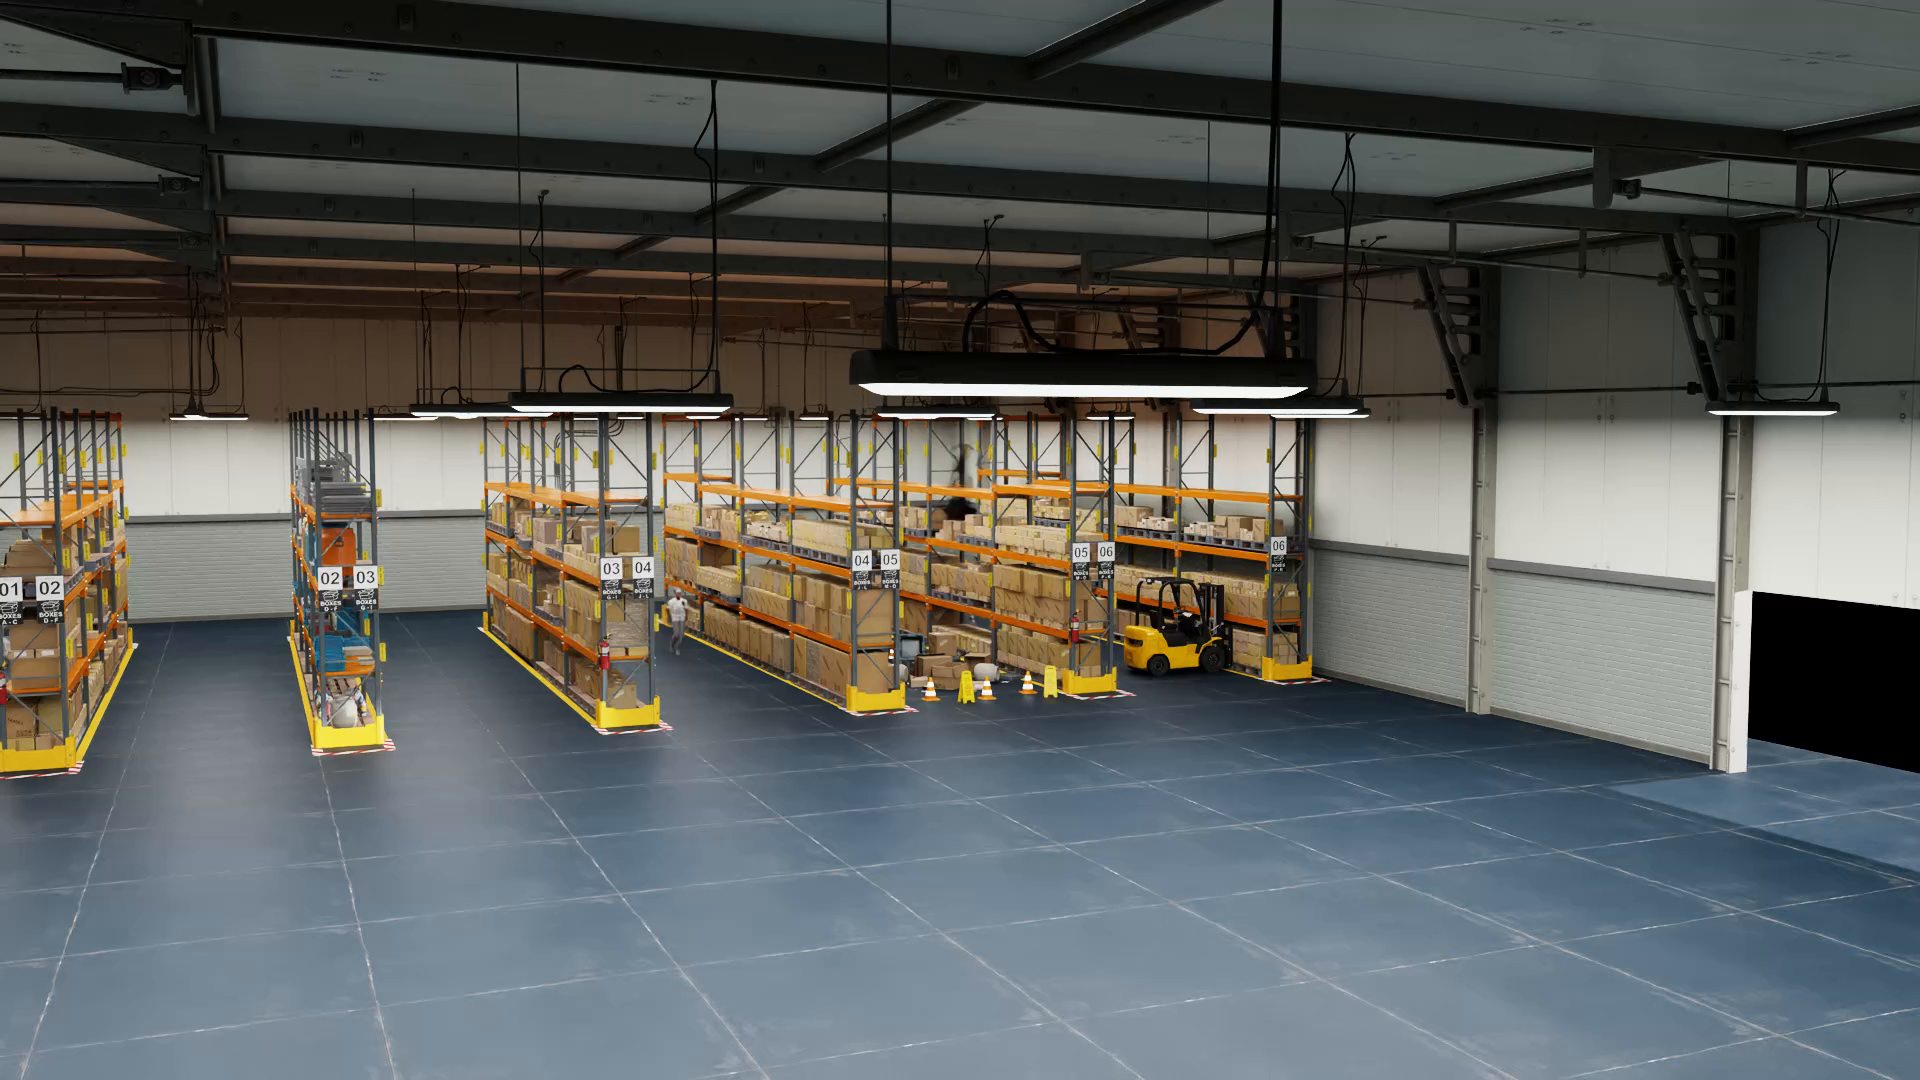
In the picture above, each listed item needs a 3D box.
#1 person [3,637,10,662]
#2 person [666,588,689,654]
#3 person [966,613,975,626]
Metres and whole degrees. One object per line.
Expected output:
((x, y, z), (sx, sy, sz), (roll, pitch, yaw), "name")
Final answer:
((-19.554, 2.527, 33.675), (0.638, 1.707, 0.811), (-2, 4, -25), "person")
((-6.950, 2.006, 41.156), (0.561, 1.667, 0.573), (-2, 4, -26), "person")
((0.103, 1.664, 46.196), (0.534, 1.593, 0.890), (-3, 5, -36), "person")
